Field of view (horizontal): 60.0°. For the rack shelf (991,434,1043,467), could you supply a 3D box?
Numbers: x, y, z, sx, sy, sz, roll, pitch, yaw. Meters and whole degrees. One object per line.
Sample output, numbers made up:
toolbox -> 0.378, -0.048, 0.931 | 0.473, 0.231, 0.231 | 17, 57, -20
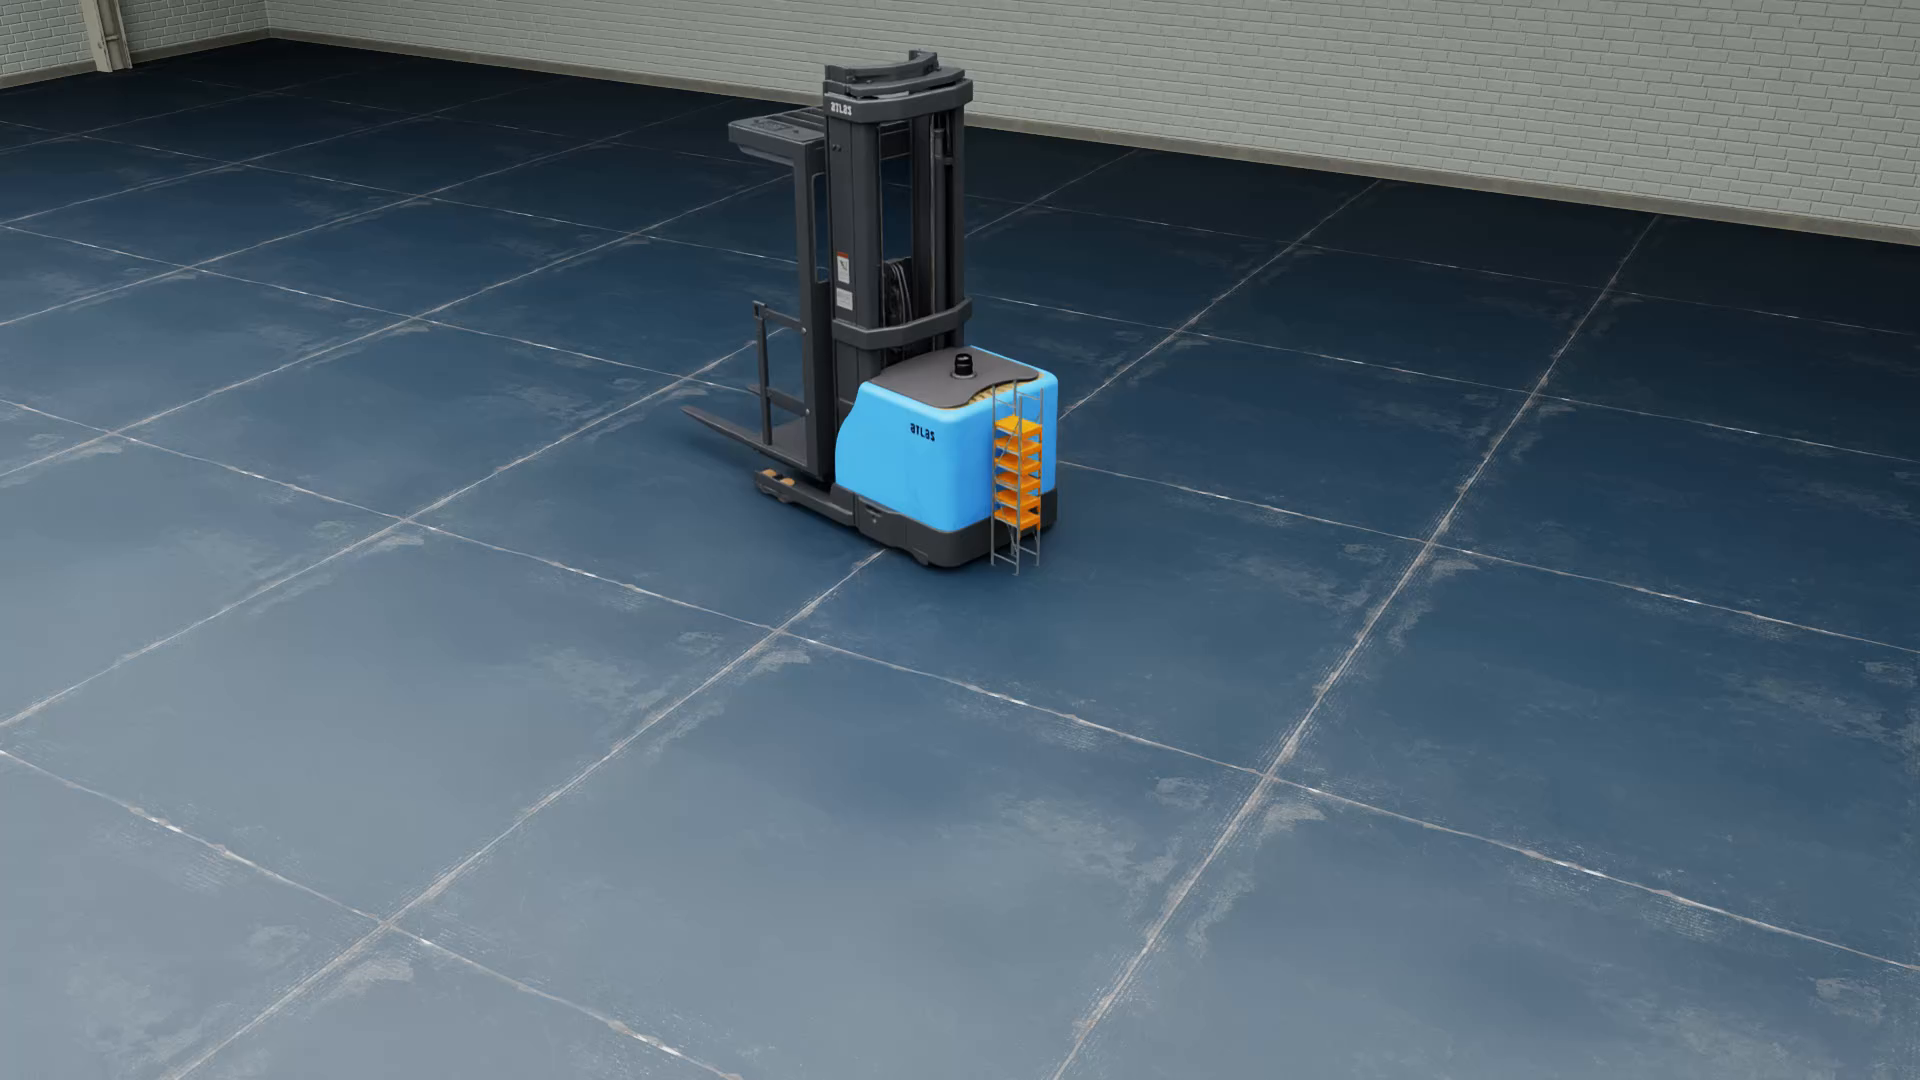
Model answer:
rack shelf -> 0.345, -0.549, 10.069 | 0.180, 0.103, 0.258 | -24, 35, -39

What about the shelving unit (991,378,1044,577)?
shelving unit -> 0.344, -0.374, 10.157 | 0.189, 1.200, 0.258 | -24, 35, -39

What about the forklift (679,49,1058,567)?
forklift -> -0.760, -1.706, 10.884 | 1.130, 2.935, 3.031 | -24, 35, -39

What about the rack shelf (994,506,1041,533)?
rack shelf -> 0.344, -0.120, 10.284 | 0.180, 0.103, 0.258 | -24, 35, -39

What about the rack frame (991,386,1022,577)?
rack frame -> 0.279, -0.345, 10.099 | 0.006, 1.200, 0.240 | -24, 35, -39

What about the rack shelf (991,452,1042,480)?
rack shelf -> 0.345, -0.442, 10.123 | 0.180, 0.103, 0.258 | -24, 35, -39

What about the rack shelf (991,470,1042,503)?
rack shelf -> 0.344, -0.335, 10.177 | 0.180, 0.103, 0.258 | -24, 35, -39

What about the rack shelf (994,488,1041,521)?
rack shelf -> 0.344, -0.227, 10.231 | 0.180, 0.103, 0.258 | -24, 35, -39

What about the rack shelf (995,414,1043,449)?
rack shelf -> 0.345, -0.656, 10.015 | 0.180, 0.103, 0.258 | -24, 35, -39

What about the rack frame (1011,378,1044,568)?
rack frame -> 0.410, -0.403, 10.214 | 0.006, 1.200, 0.240 | -24, 35, -39
